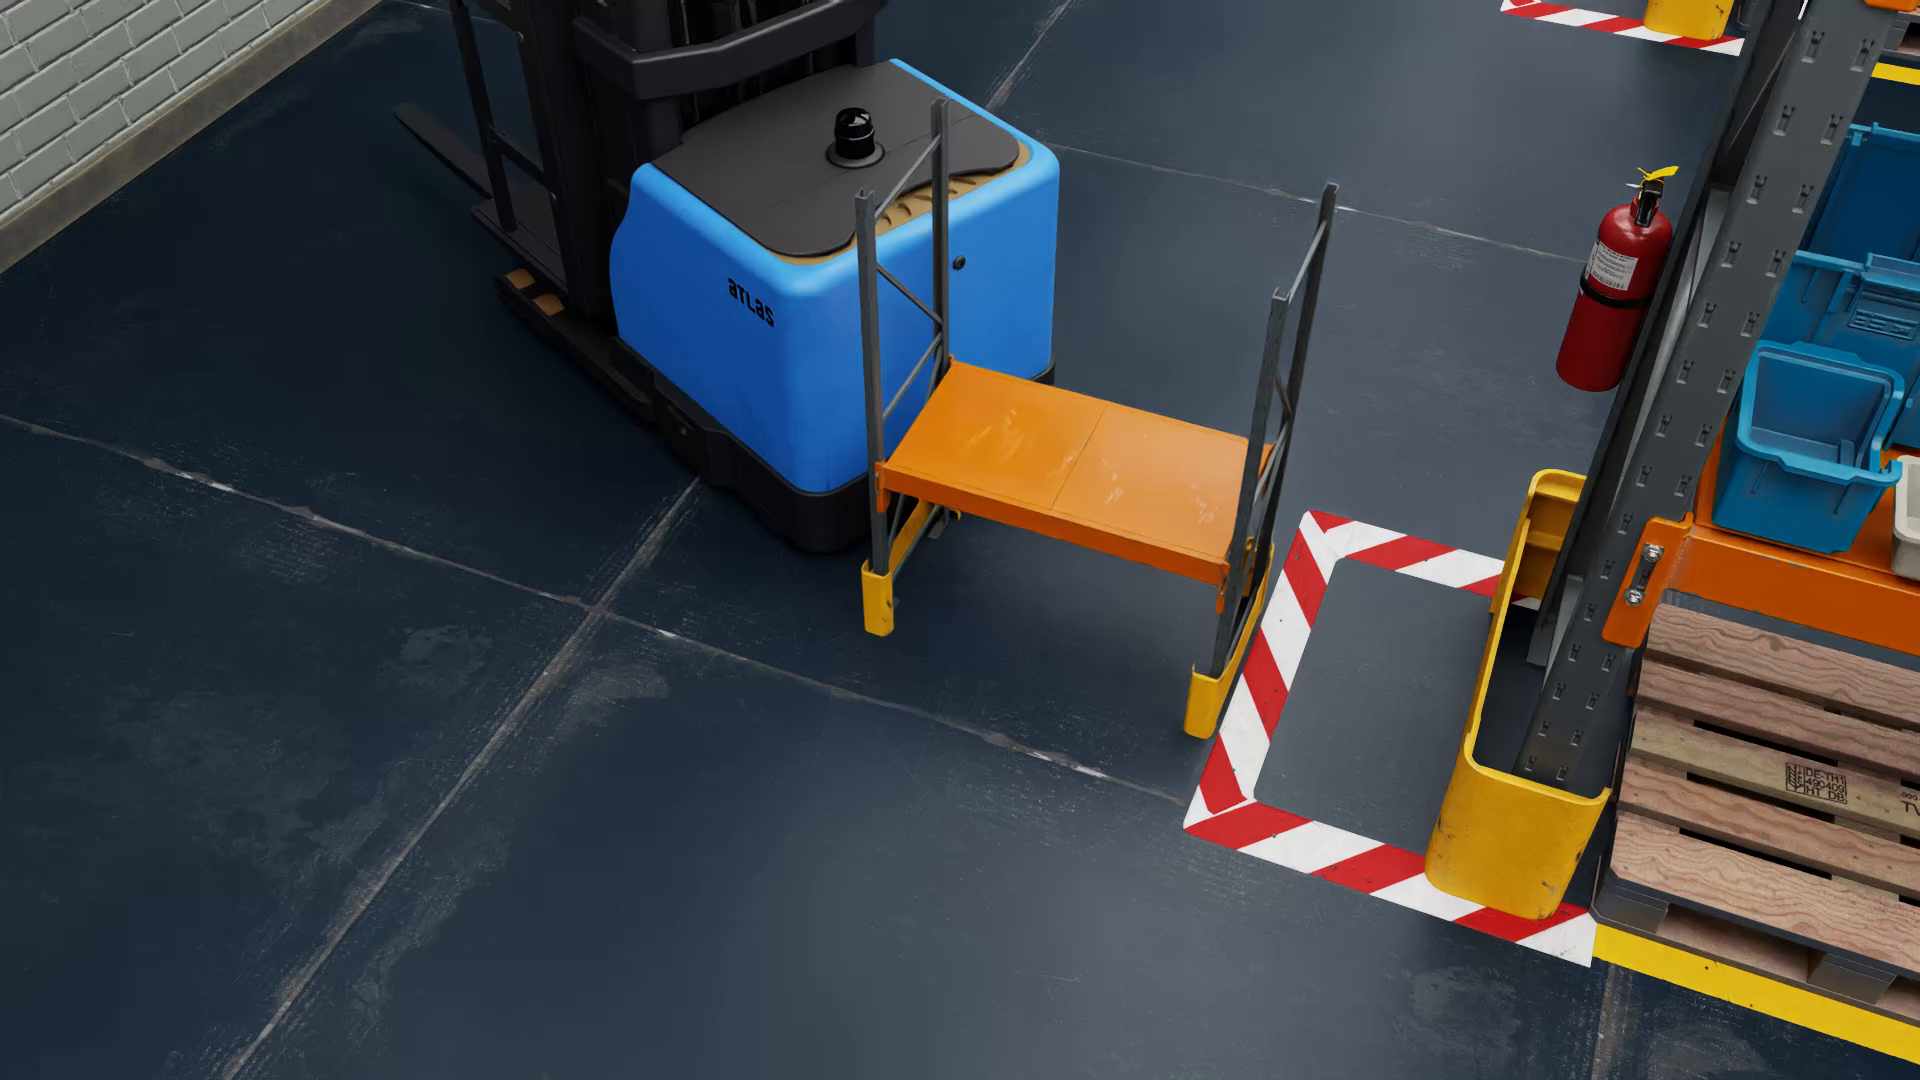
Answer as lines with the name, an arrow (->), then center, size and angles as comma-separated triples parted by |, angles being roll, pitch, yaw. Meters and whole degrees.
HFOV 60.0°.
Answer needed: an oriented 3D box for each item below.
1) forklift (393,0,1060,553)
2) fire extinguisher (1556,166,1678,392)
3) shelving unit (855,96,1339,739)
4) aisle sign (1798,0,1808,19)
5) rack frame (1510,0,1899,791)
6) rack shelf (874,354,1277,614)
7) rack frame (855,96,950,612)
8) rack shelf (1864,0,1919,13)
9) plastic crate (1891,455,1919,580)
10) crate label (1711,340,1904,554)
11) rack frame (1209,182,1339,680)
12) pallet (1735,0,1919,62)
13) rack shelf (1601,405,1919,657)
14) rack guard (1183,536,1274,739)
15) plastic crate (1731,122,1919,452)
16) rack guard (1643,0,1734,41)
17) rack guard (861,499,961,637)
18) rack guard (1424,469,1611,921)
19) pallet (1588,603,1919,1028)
forklift -> -1.035, -1.966, 5.148 | 1.130, 2.935, 3.031 | -32, 53, -28
fire extinguisher -> 1.647, -0.678, 4.124 | 0.183, 0.674, 0.296 | 16, 47, 16
shelving unit -> 0.319, -0.304, 4.490 | 1.083, 1.500, 0.587 | 17, 47, 16
aisle sign -> 1.430, -1.248, 2.535 | 0.004, 0.787, 0.394 | 16, 47, 16
rack frame -> 1.611, -0.500, 3.626 | 0.127, 3.000, 1.000 | 16, 47, 16
rack shelf -> 0.327, -0.174, 4.615 | 1.000, 0.185, 0.538 | 17, 47, 16
rack frame -> -0.141, -0.441, 4.626 | 0.032, 1.500, 0.500 | 17, 47, 16
rack shelf -> 3.457, -0.766, 2.276 | 4.000, 0.370, 1.077 | 16, 47, 16
plastic crate -> 1.976, -0.006, 3.274 | 0.298, 0.136, 0.250 | 16, 47, 16
crate label -> 1.712, -0.181, 3.381 | 0.303, 0.233, 0.416 | 16, 47, 16
rack frame -> 0.797, -0.162, 4.349 | 0.032, 1.500, 0.500 | 17, 47, 16
pallet -> 4.286, -2.570, 7.683 | 1.213, 0.211, 1.003 | 16, 47, 16
rack shelf -> 3.457, 0.298, 3.334 | 4.000, 0.370, 1.077 | 16, 47, 16
rack guard -> 0.777, 0.275, 4.796 | 0.087, 0.250, 0.587 | 17, 47, 16
plastic crate -> 1.992, -0.565, 3.623 | 0.499, 0.435, 0.616 | 16, 47, 16
rack guard -> 3.496, -2.845, 7.755 | 0.348, 0.500, 1.175 | 16, 47, 16
rack guard -> -0.141, 0.002, 5.068 | 0.087, 0.250, 0.587 | 17, 47, 16
rack guard -> 1.584, 0.388, 4.506 | 0.348, 0.500, 1.175 | 16, 47, 16
pallet -> 2.357, 0.737, 4.359 | 1.213, 0.211, 1.003 | 16, 47, 16
